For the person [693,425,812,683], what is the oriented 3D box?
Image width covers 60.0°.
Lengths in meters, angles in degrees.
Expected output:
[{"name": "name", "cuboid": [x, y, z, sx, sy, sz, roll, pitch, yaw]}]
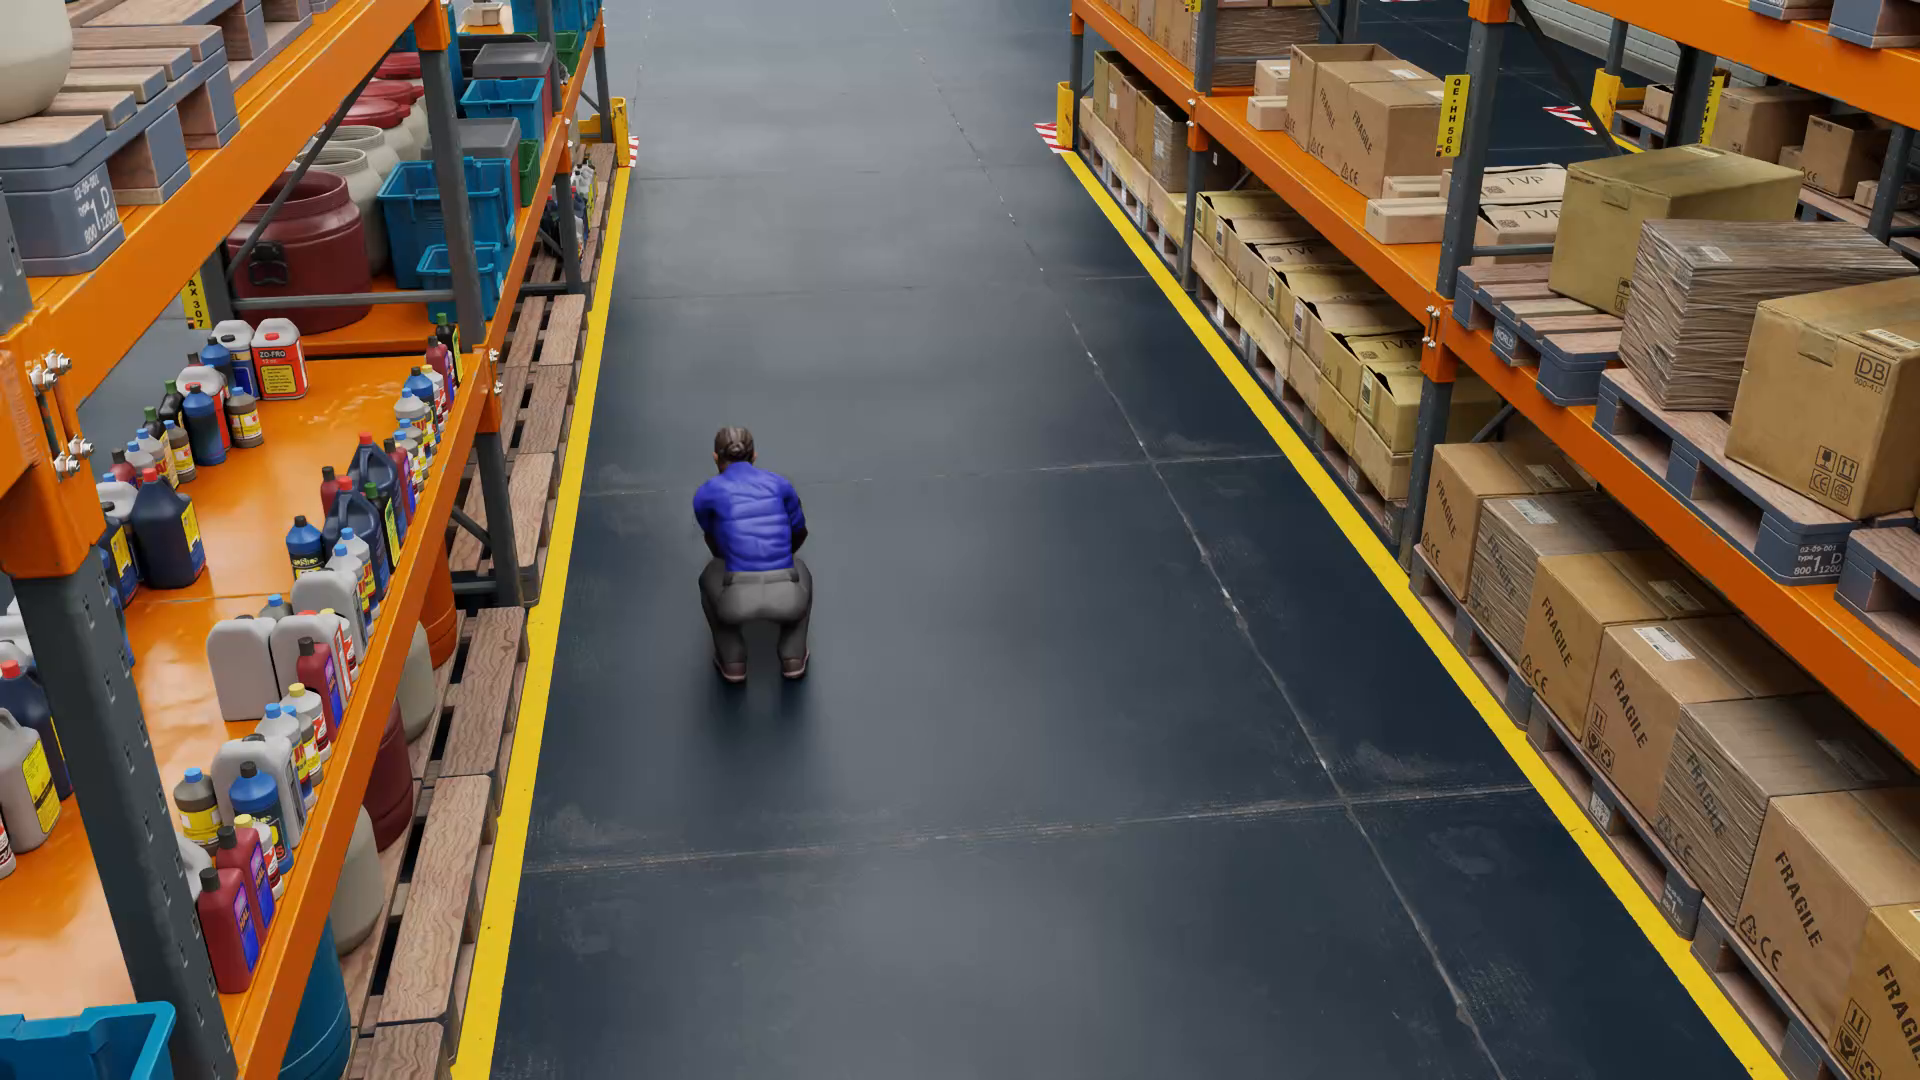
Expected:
[{"name": "person", "cuboid": [-0.852, 0.040, 6.854, 0.473, 0.935, 0.838, -4, 28, -8]}]
